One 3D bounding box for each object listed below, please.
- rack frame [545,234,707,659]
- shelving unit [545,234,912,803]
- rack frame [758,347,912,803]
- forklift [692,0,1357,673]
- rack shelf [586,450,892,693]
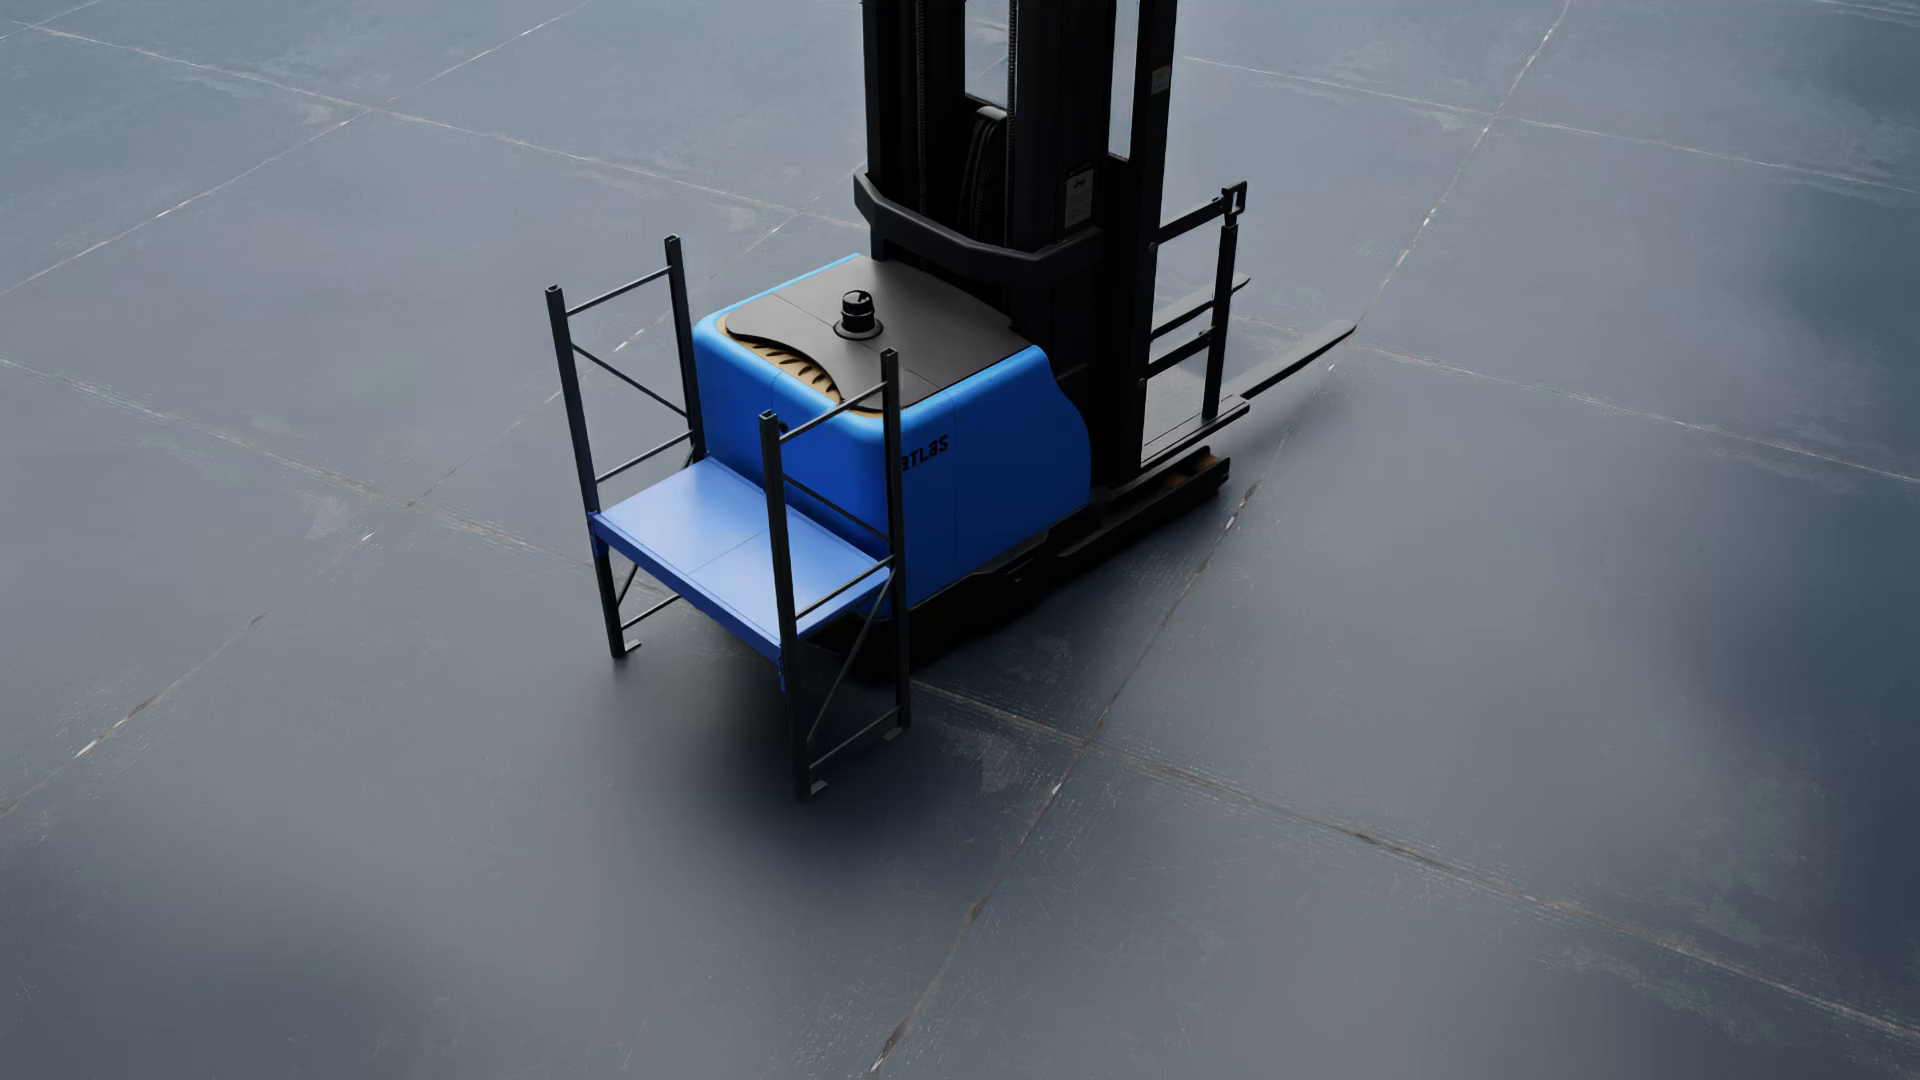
[{"bbox_3d":[-1.083,-0.281,5.692,0.032,1.500,0.500,31,48,34],"label":"rack frame"},{"bbox_3d":[-0.720,-0.065,5.408,1.048,1.500,0.538,31,48,34],"label":"shelving unit"},{"bbox_3d":[-0.358,0.150,5.124,0.032,1.500,0.500,31,48,34],"label":"rack frame"},{"bbox_3d":[0.461,-1.477,6.088,3.031,2.935,1.130,-30,46,-33],"label":"forklift"},{"bbox_3d":[-0.719,0.077,5.518,1.000,0.185,0.538,31,48,34],"label":"rack shelf"}]
